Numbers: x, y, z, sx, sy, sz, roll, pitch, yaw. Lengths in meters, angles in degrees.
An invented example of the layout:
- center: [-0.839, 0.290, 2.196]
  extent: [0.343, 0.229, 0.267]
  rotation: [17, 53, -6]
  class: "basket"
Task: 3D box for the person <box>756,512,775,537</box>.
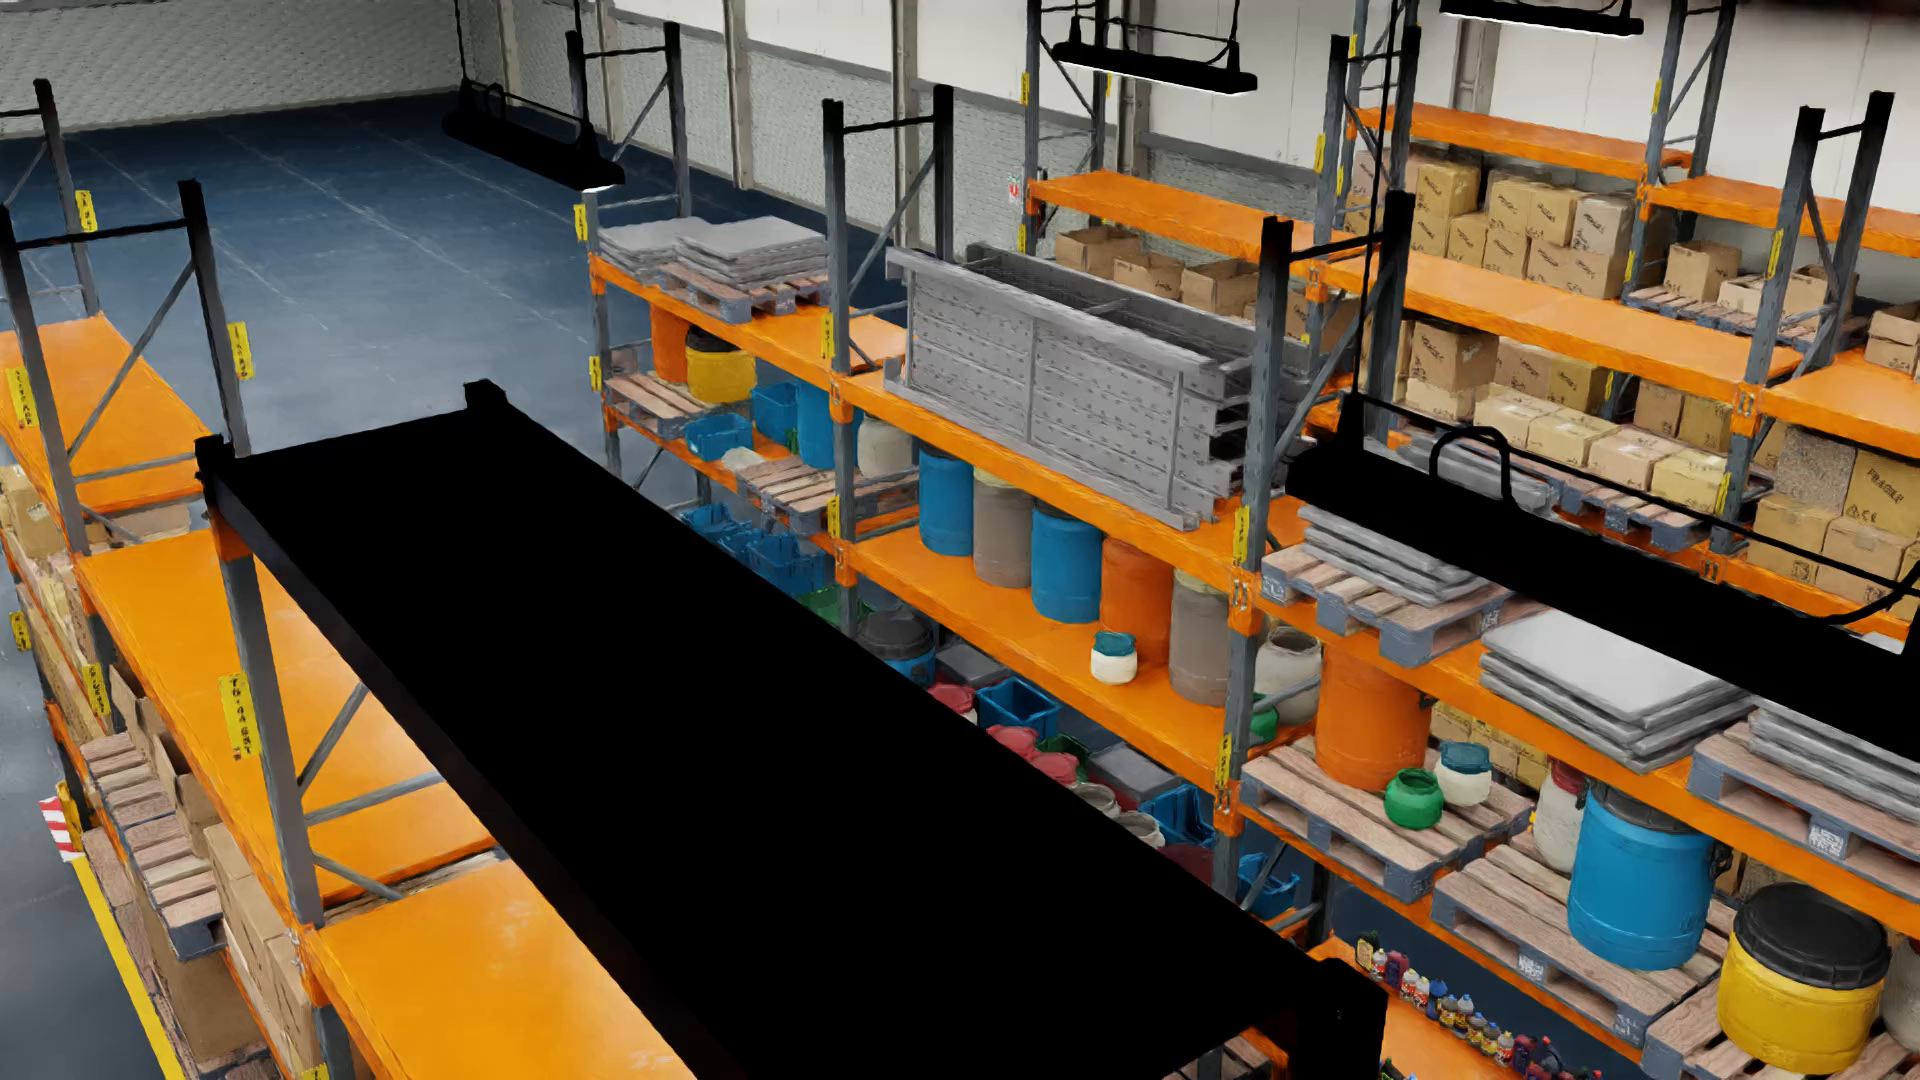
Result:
- center: [-1.950, -0.799, 18.654]
  extent: [0.939, 1.739, 0.591]
  rotation: [12, 27, 24]
  class: "person"
